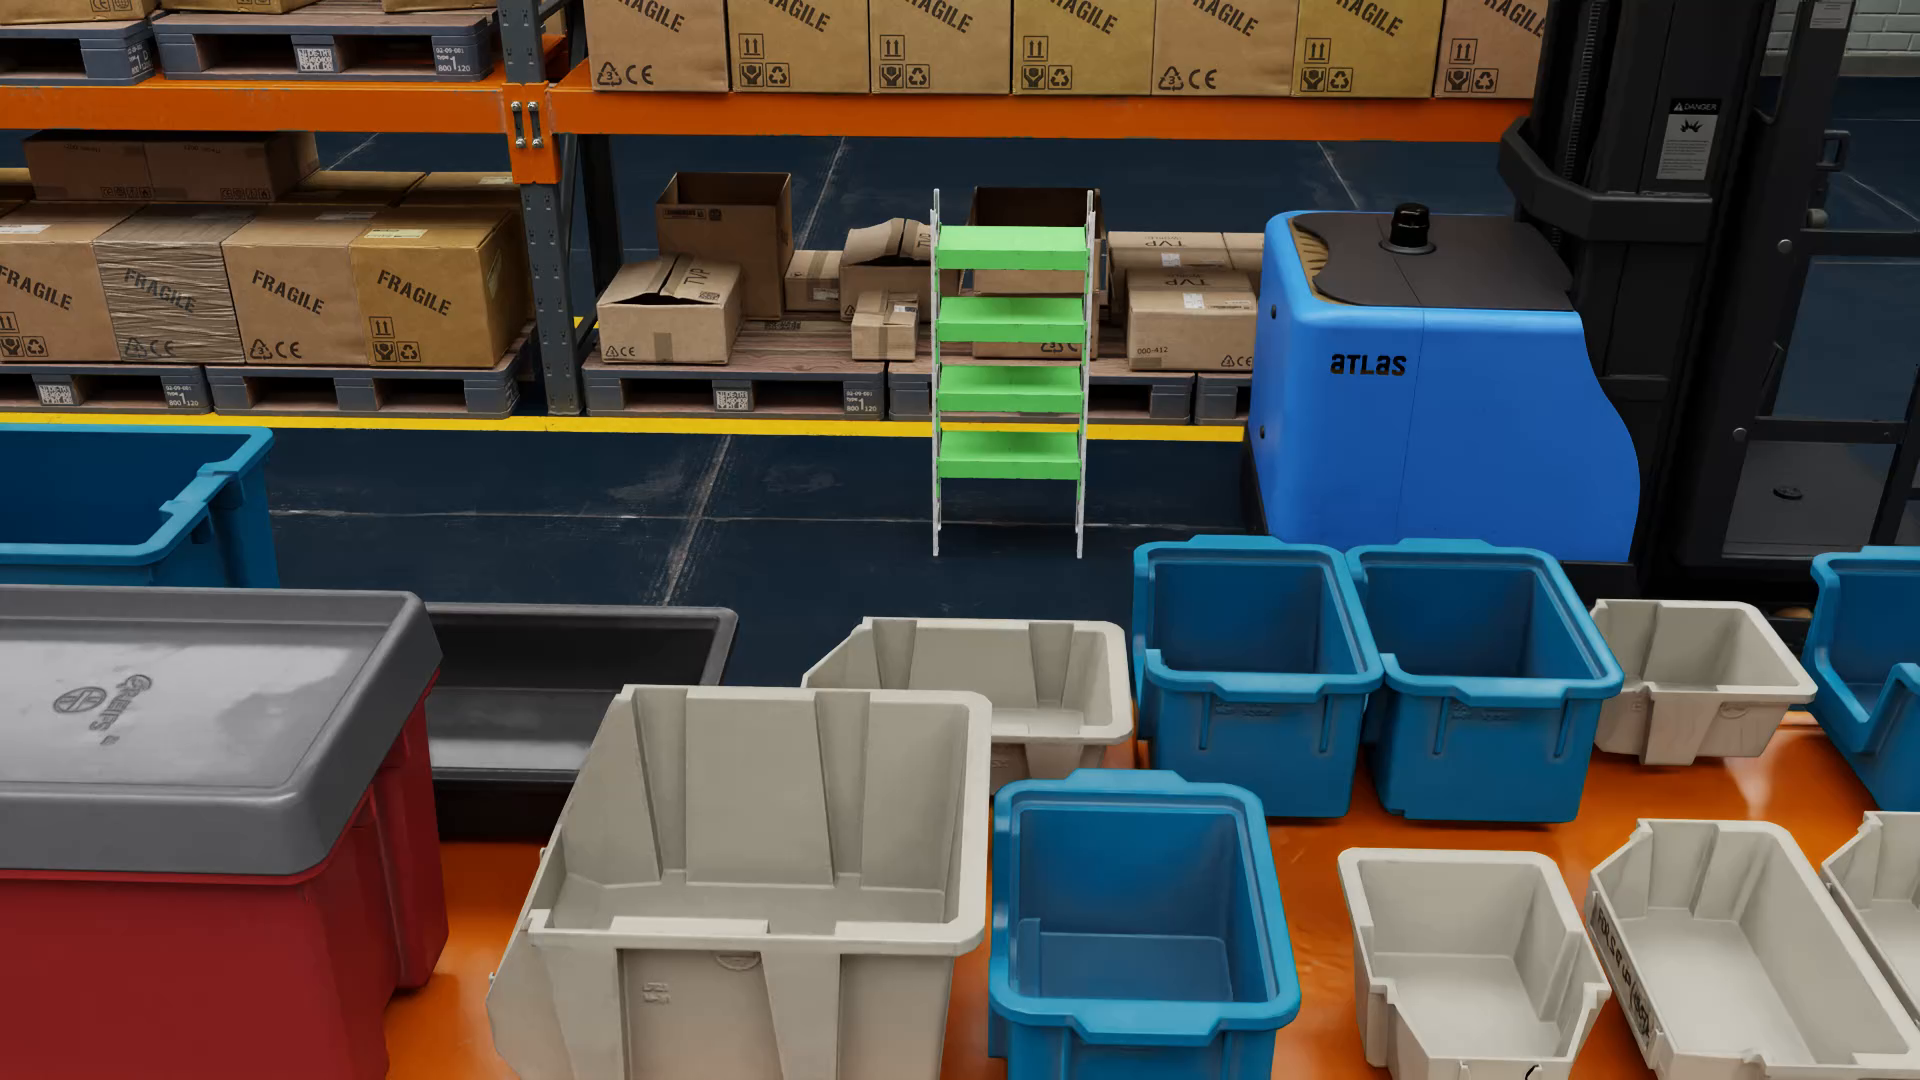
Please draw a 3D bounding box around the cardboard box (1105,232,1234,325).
[{"bbox_3d":[0.890,-1.126,7.137,0.500,0.250,0.500,1,28,2],"label":"cardboard box"}]

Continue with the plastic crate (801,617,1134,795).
[{"bbox_3d":[-0.003,0.242,2.308,0.466,0.136,0.293,1,28,2],"label":"plastic crate"}]

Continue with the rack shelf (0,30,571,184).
[{"bbox_3d":[-3.574,-1.769,6.653,4.000,0.370,1.077,1,28,2],"label":"rack shelf"}]

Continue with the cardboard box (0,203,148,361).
[{"bbox_3d":[-3.581,-1.046,6.720,0.500,0.500,0.500,0,28,0],"label":"cardboard box"}]

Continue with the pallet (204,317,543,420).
[{"bbox_3d":[-2.389,-0.818,7.067,1.213,0.211,1.003,1,28,2],"label":"pallet"}]

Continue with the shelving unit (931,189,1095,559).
[{"bbox_3d":[0.165,-0.527,5.464,0.503,1.200,0.258,1,28,2],"label":"shelving unit"}]

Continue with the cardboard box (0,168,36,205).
[{"bbox_3d":[-4.112,-1.296,7.191,0.500,0.500,0.500,0,28,0],"label":"cardboard box"}]

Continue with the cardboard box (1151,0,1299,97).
[{"bbox_3d":[0.948,-1.930,6.081,0.500,0.500,0.500,1,28,2],"label":"cardboard box"}]

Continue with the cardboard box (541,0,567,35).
[{"bbox_3d":[-2.947,-3.572,11.132,0.750,0.750,0.750,2,28,3],"label":"cardboard box"}]

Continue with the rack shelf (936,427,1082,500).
[{"bbox_3d":[0.165,-0.259,5.606,0.480,0.148,0.258,1,28,2],"label":"rack shelf"}]

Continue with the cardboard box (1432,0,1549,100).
[{"bbox_3d":[1.965,-1.912,6.048,0.500,0.500,0.500,2,28,3],"label":"cardboard box"}]

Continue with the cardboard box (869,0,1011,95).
[{"bbox_3d":[-0.064,-1.946,6.112,0.500,0.500,0.500,1,28,2],"label":"cardboard box"}]

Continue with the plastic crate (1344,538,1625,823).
[{"bbox_3d":[0.693,0.198,2.289,0.300,0.233,0.416,1,28,2],"label":"plastic crate"}]

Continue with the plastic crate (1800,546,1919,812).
[{"bbox_3d":[1.351,0.209,2.268,0.300,0.233,0.416,1,28,2],"label":"plastic crate"}]

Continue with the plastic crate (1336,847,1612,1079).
[{"bbox_3d":[0.558,0.491,1.839,0.250,0.136,0.298,1,28,2],"label":"plastic crate"}]

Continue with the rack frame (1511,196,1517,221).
[{"bbox_3d":[2.423,-1.988,6.298,0.127,3.000,1.000,1,28,2],"label":"rack frame"}]

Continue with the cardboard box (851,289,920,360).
[{"bbox_3d":[-0.298,-0.879,6.761,0.250,0.166,0.380,1,28,2],"label":"cardboard box"}]

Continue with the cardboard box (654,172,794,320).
[{"bbox_3d":[-0.996,-1.267,7.137,0.500,0.500,0.500,1,28,2],"label":"cardboard box"}]

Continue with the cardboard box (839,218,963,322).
[{"bbox_3d":[-0.246,-1.171,7.158,0.500,0.311,0.500,1,28,2],"label":"cardboard box"}]

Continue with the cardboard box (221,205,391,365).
[{"bbox_3d":[-2.572,-1.030,6.690,0.500,0.500,0.500,1,28,2],"label":"cardboard box"}]

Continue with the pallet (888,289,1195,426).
[{"bbox_3d":[0.334,-0.791,7.018,1.213,0.211,1.003,1,28,2],"label":"pallet"}]

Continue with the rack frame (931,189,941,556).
[{"bbox_3d":[-0.078,-0.531,5.471,0.015,1.200,0.240,1,28,2],"label":"rack frame"}]

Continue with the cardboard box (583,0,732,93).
[{"bbox_3d":[-1.075,-1.962,6.142,0.500,0.500,0.500,2,28,3],"label":"cardboard box"}]

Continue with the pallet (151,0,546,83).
[{"bbox_3d":[-2.370,-2.034,6.589,1.213,0.211,1.003,1,28,2],"label":"pallet"}]

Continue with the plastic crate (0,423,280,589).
[{"bbox_3d":[-1.275,0.093,2.325,0.575,0.384,0.392,1,28,2],"label":"plastic crate"}]

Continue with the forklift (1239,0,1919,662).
[{"bbox_3d":[2.480,-1.176,4.838,3.031,2.935,1.130,2,28,4],"label":"forklift"}]

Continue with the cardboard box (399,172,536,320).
[{"bbox_3d":[-2.050,-1.266,7.135,0.500,0.500,0.500,0,28,-1],"label":"cardboard box"}]

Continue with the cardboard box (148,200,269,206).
[{"bbox_3d":[-3.082,-1.282,7.164,0.500,0.500,0.500,1,28,2],"label":"cardboard box"}]

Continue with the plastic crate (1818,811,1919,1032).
[{"bbox_3d":[1.133,0.480,1.859,0.243,0.136,0.396,1,28,2],"label":"plastic crate"}]

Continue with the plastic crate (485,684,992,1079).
[{"bbox_3d":[-0.234,0.402,1.852,0.530,0.282,0.437,1,28,2],"label":"plastic crate"}]

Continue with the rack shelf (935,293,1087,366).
[{"bbox_3d":[0.165,-0.683,5.381,0.480,0.148,0.258,1,28,2],"label":"rack shelf"}]

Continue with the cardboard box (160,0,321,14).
[{"bbox_3d":[-2.730,-2.378,6.478,0.500,0.500,0.700,5,28,10],"label":"cardboard box"}]

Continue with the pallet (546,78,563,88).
[{"bbox_3d":[-2.178,-3.118,11.407,1.213,0.211,1.003,1,28,2],"label":"pallet"}]

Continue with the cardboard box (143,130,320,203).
[{"bbox_3d":[-3.049,-1.614,6.991,0.500,0.250,0.500,1,28,2],"label":"cardboard box"}]
